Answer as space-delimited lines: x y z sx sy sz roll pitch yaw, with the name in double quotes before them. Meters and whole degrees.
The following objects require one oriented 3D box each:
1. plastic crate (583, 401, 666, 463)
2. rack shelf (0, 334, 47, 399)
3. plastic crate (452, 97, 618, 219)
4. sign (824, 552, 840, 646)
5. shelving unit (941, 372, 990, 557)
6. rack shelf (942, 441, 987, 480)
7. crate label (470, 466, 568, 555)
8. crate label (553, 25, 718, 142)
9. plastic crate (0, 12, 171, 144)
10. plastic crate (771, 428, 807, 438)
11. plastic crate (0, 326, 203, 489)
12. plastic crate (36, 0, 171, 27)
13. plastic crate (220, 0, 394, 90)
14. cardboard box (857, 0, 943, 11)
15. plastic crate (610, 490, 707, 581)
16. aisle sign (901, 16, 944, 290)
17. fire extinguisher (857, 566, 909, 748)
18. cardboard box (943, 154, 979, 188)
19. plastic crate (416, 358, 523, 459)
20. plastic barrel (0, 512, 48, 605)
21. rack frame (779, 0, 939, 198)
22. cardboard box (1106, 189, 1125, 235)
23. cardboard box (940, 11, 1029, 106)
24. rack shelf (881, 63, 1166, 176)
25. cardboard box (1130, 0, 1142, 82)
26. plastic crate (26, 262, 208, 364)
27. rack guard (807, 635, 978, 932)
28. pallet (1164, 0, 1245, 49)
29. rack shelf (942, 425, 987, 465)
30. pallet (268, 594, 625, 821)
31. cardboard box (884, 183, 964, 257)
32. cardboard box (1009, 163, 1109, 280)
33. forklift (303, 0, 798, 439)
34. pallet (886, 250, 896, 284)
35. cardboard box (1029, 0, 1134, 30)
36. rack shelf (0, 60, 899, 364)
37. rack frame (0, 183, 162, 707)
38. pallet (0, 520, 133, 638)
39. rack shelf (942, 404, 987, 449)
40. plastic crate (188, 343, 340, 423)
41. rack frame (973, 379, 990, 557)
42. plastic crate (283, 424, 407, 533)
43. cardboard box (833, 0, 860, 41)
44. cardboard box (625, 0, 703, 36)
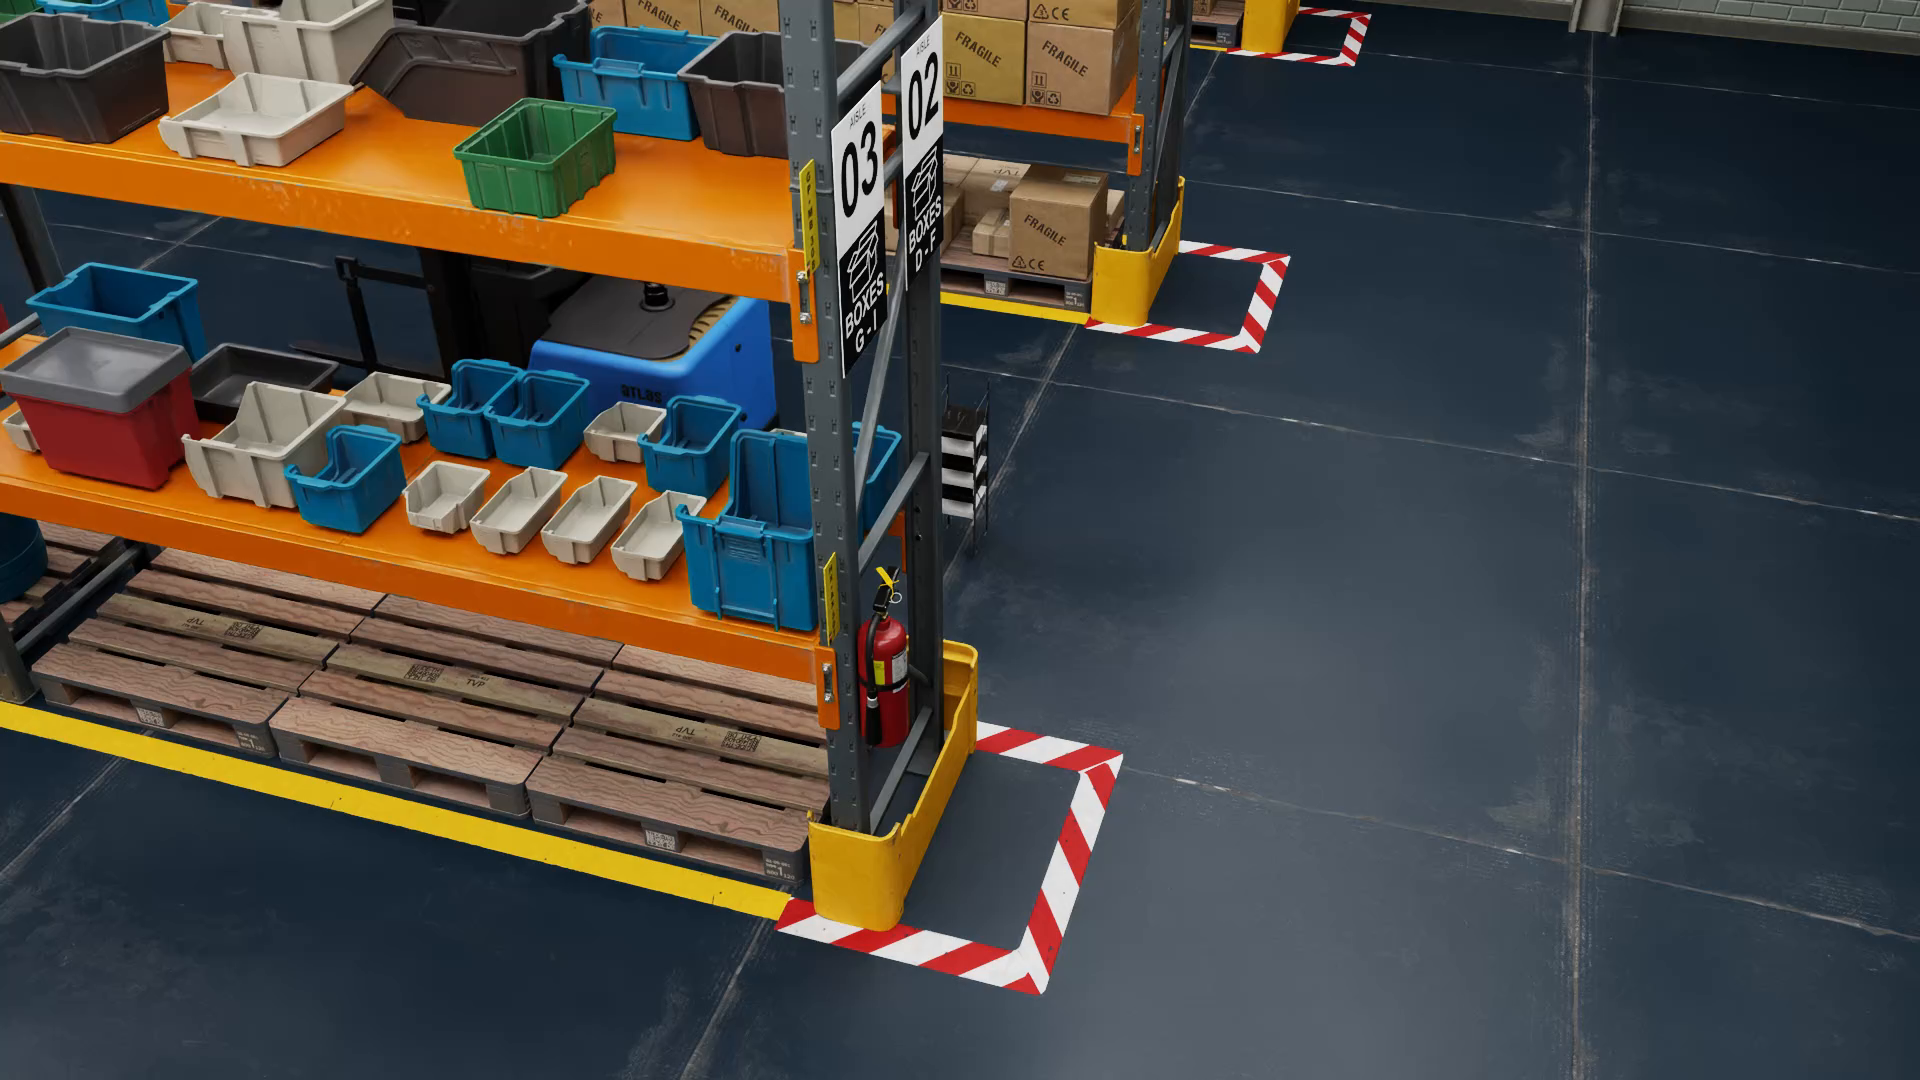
"plastic crate" -1.341 -0.422 6.650 0.298 0.136 0.250 10 38 14
"rack shelf" -6.002 -0.822 7.628 4.000 0.370 1.077 10 38 14
"plastic crate" -1.301 -1.186 5.164 0.336 0.188 0.450 10 38 14
"sign" -0.423 0.198 5.498 0.005 0.325 0.100 10 38 14
"shelving unit" 0.008 -0.361 8.166 0.210 0.900 0.258 10 38 14
"rack shelf" 0.008 -0.407 8.133 0.200 0.077 0.258 10 38 14
"crate label" -1.653 -0.105 6.219 0.243 0.136 0.396 10 38 14
"crate label" -1.059 -1.545 5.598 0.502 0.251 0.408 10 38 14
"plastic crate" -2.989 -1.538 5.575 0.590 0.269 0.497 10 38 14
"plastic crate" -0.694 -0.302 6.487 0.298 0.136 0.250 10 38 14
"plastic crate" -3.315 -0.508 6.490 0.583 0.464 0.402 10 38 14
"plastic crate" -3.129 -1.918 6.121 0.300 0.233 0.416 10 38 14
"plastic crate" -2.298 -1.777 5.889 0.530 0.282 0.437 10 38 14
"cardboard box" -0.280 -3.397 9.591 0.500 0.500 0.500 11 38 15
"plastic crate" -1.107 -0.010 6.090 0.243 0.136 0.396 10 38 14
"aisle sign" -0.118 -1.253 5.414 0.004 0.787 0.394 10 38 14
"fire extinguisher" -0.266 0.414 5.721 0.183 0.674 0.296 10 38 14
"cardboard box" -0.183 -2.356 11.054 0.500 0.250 0.500 10 38 14
"plastic crate" -1.956 -0.523 6.706 0.300 0.233 0.416 10 38 14
"plastic barrel" -4.607 -0.188 7.575 0.708 0.901 0.600 10 38 14
"rack frame" -0.275 -2.467 4.195 0.127 3.000 1.000 10 38 14
"cardboard box" 0.909 -2.150 10.860 0.250 0.149 0.380 10 38 14
"cardboard box" 0.201 -2.908 9.771 0.500 0.500 0.500 11 38 14
"rack shelf" -0.703 -2.916 10.474 4.000 0.370 1.077 10 38 14
"cardboard box" 0.861 -3.121 10.060 0.500 0.500 0.500 11 38 15
"plastic crate" -3.546 -0.886 7.071 0.575 0.384 0.392 10 38 14
"rack guard" -0.248 0.953 6.719 0.348 0.500 1.175 10 38 14
"pallet" 1.893 -4.630 14.548 1.213 0.211 1.003 10 38 14
"rack shelf" 0.008 -0.479 8.079 0.200 0.077 0.258 10 38 14
"pallet" -2.211 0.688 7.322 1.213 0.211 1.003 10 38 14
"cardboard box" -0.285 -2.064 10.657 0.500 0.250 0.500 10 38 14
"cardboard box" 0.613 -1.980 10.332 0.500 0.500 0.500 10 38 14
"forklift" -2.440 -1.647 8.200 3.031 2.935 1.130 12 38 16
"pallet" -0.789 -2.100 11.110 1.213 0.211 1.003 10 38 14
"cardboard box" 0.699 -3.219 9.350 0.500 0.500 0.500 10 38 13
"rack shelf" -2.184 -1.323 5.778 4.000 0.370 1.077 10 38 14
"rack frame" -4.093 -0.758 6.934 0.127 3.000 1.000 10 38 14
"pallet" -4.817 0.205 7.978 1.213 0.211 1.003 10 38 14
"rack shelf" 0.008 -0.552 8.026 0.200 0.077 0.258 10 38 14
"plastic crate" -2.944 -0.625 6.936 0.590 0.125 0.437 10 38 14
"rack frame" 0.105 -0.343 8.142 0.006 0.900 0.240 10 38 14
"plastic crate" -2.312 -0.225 6.301 0.300 0.233 0.416 10 38 14
"cardboard box" -0.755 -3.088 10.016 0.500 0.500 0.500 10 38 13
"cardboard box" -1.717 -3.267 10.259 0.500 0.500 0.500 11 38 15
